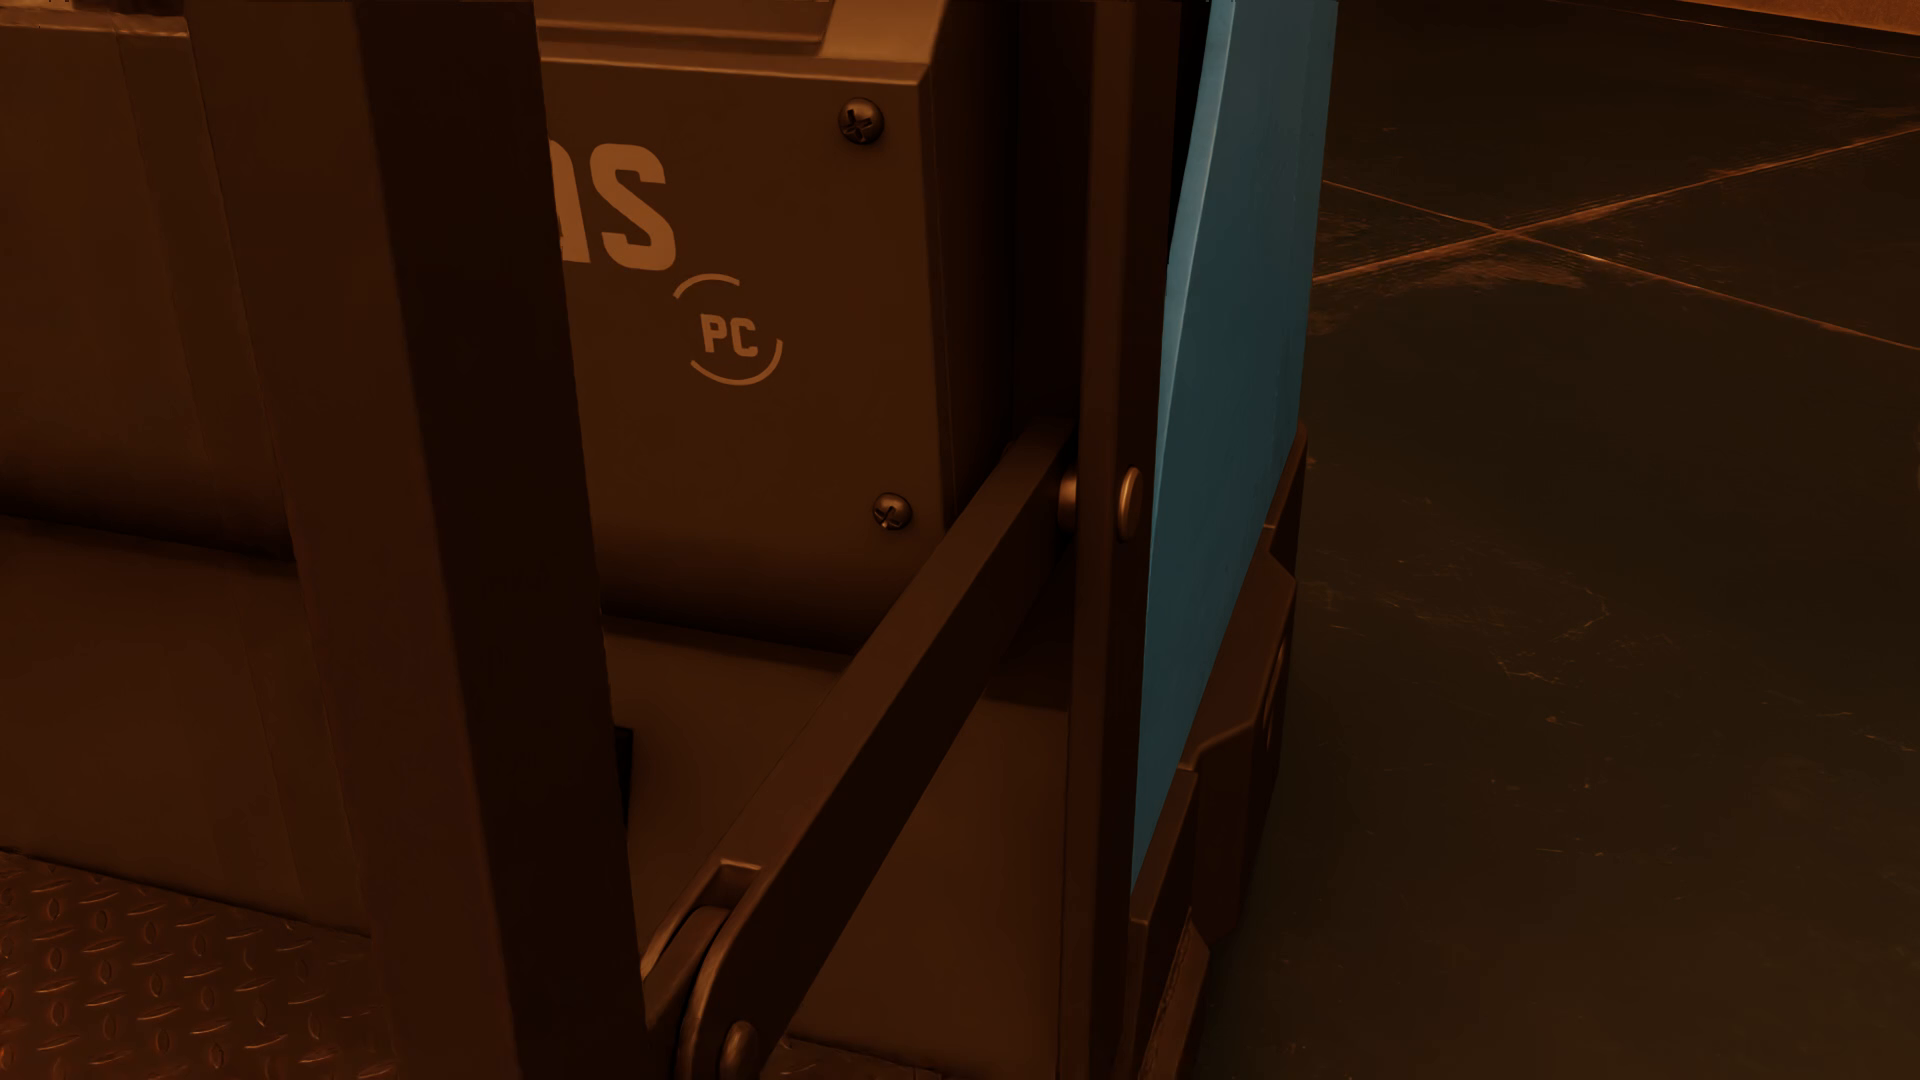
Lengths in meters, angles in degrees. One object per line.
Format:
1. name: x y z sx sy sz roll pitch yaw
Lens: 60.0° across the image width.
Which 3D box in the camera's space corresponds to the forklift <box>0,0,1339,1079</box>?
1. forklift: -0.499 -0.632 0.491 1.130 2.935 3.031 8 28 16
